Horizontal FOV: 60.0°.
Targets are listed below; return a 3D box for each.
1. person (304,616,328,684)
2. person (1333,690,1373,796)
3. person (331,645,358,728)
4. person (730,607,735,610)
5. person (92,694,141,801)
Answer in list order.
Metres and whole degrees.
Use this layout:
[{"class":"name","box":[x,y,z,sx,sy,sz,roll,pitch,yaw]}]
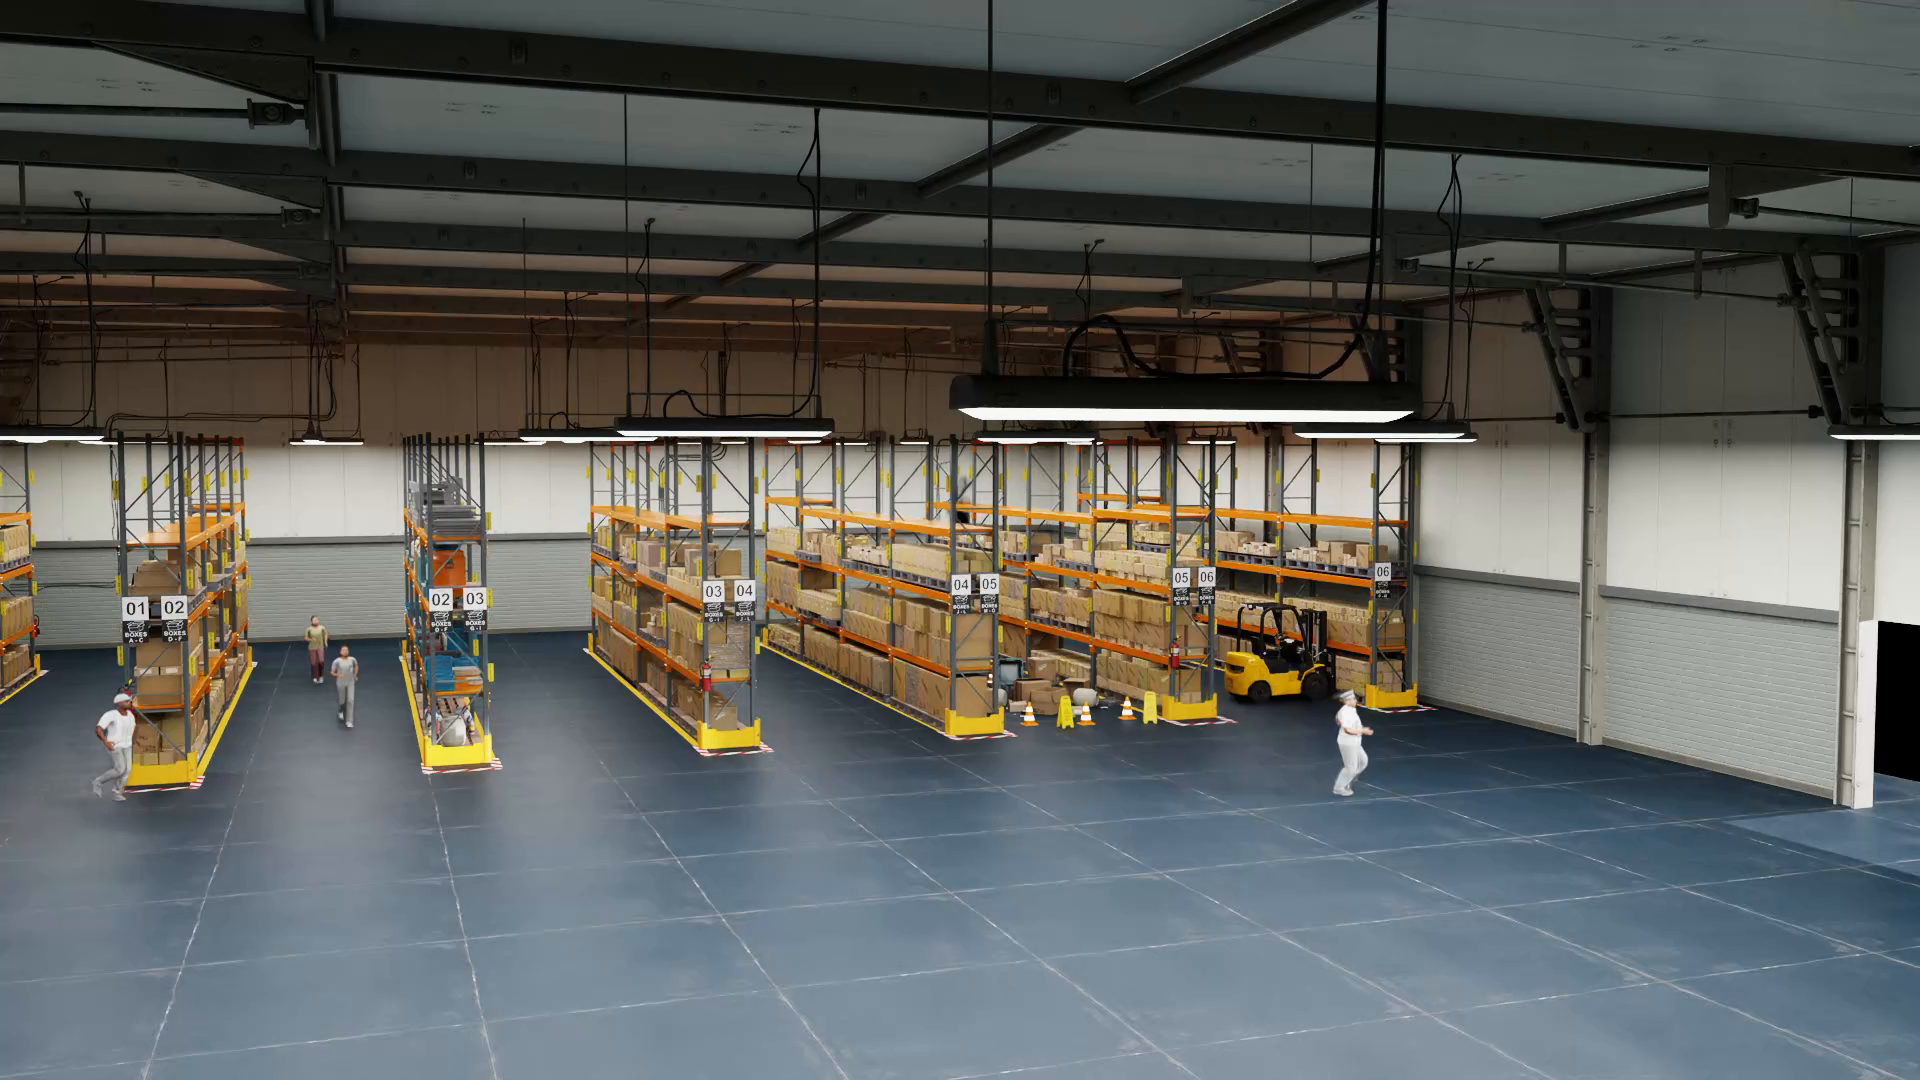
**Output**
[{"class":"person","box":[-15.575,2.656,40.250,0.549,1.663,0.663,-1,3,-24]},{"class":"person","box":[6.467,3.332,27.303,0.645,1.760,0.640,1,3,18]},{"class":"person","box":[-12.649,2.985,34.222,0.568,1.663,0.935,-2,4,-31]},{"class":"person","box":[-6.631,2.297,48.287,0.609,1.571,0.636,2,4,27]},{"class":"person","box":[-13.729,3.363,27.140,0.593,1.711,0.752,1,3,16]}]
